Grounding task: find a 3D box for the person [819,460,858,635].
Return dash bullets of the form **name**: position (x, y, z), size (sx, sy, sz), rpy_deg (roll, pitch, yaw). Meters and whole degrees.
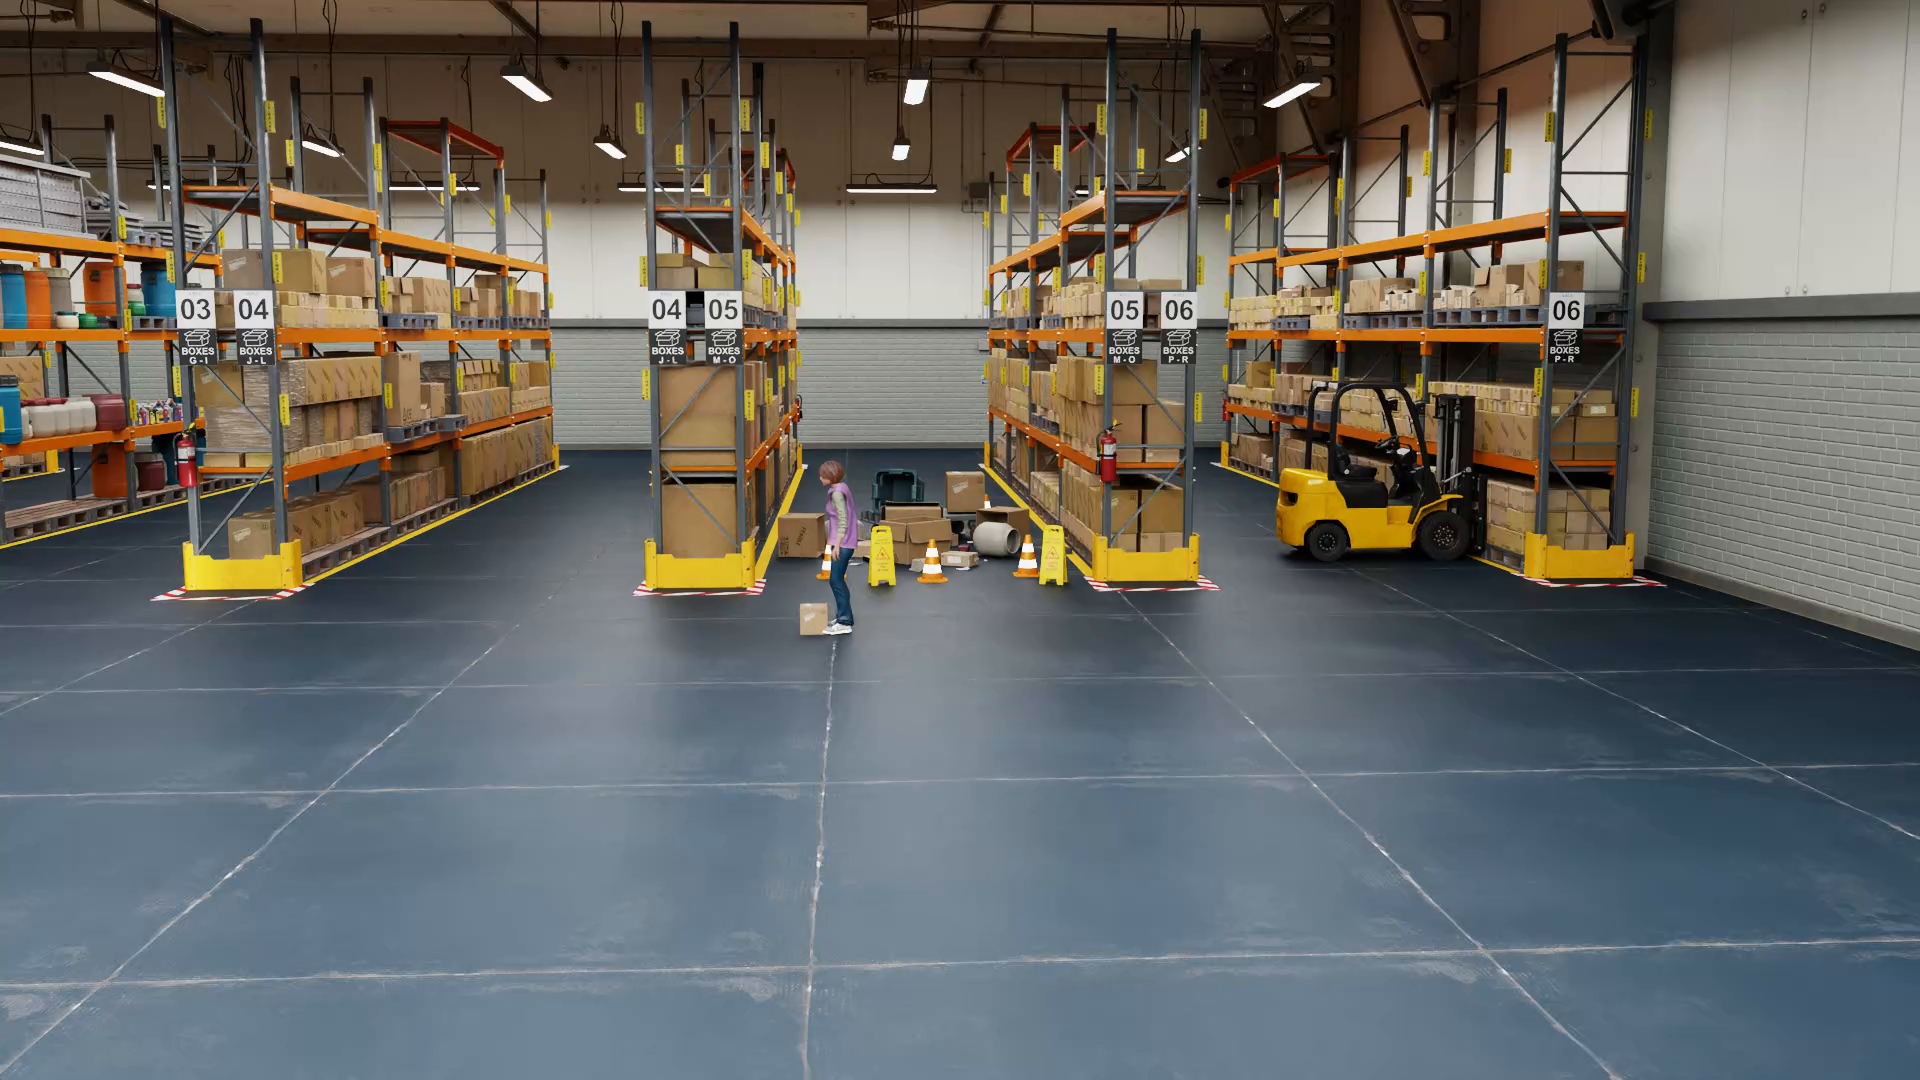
- **person**: position (-1.114, 0.062, 15.305), size (0.349, 1.592, 0.473), rpy_deg (-1, 7, -5)
